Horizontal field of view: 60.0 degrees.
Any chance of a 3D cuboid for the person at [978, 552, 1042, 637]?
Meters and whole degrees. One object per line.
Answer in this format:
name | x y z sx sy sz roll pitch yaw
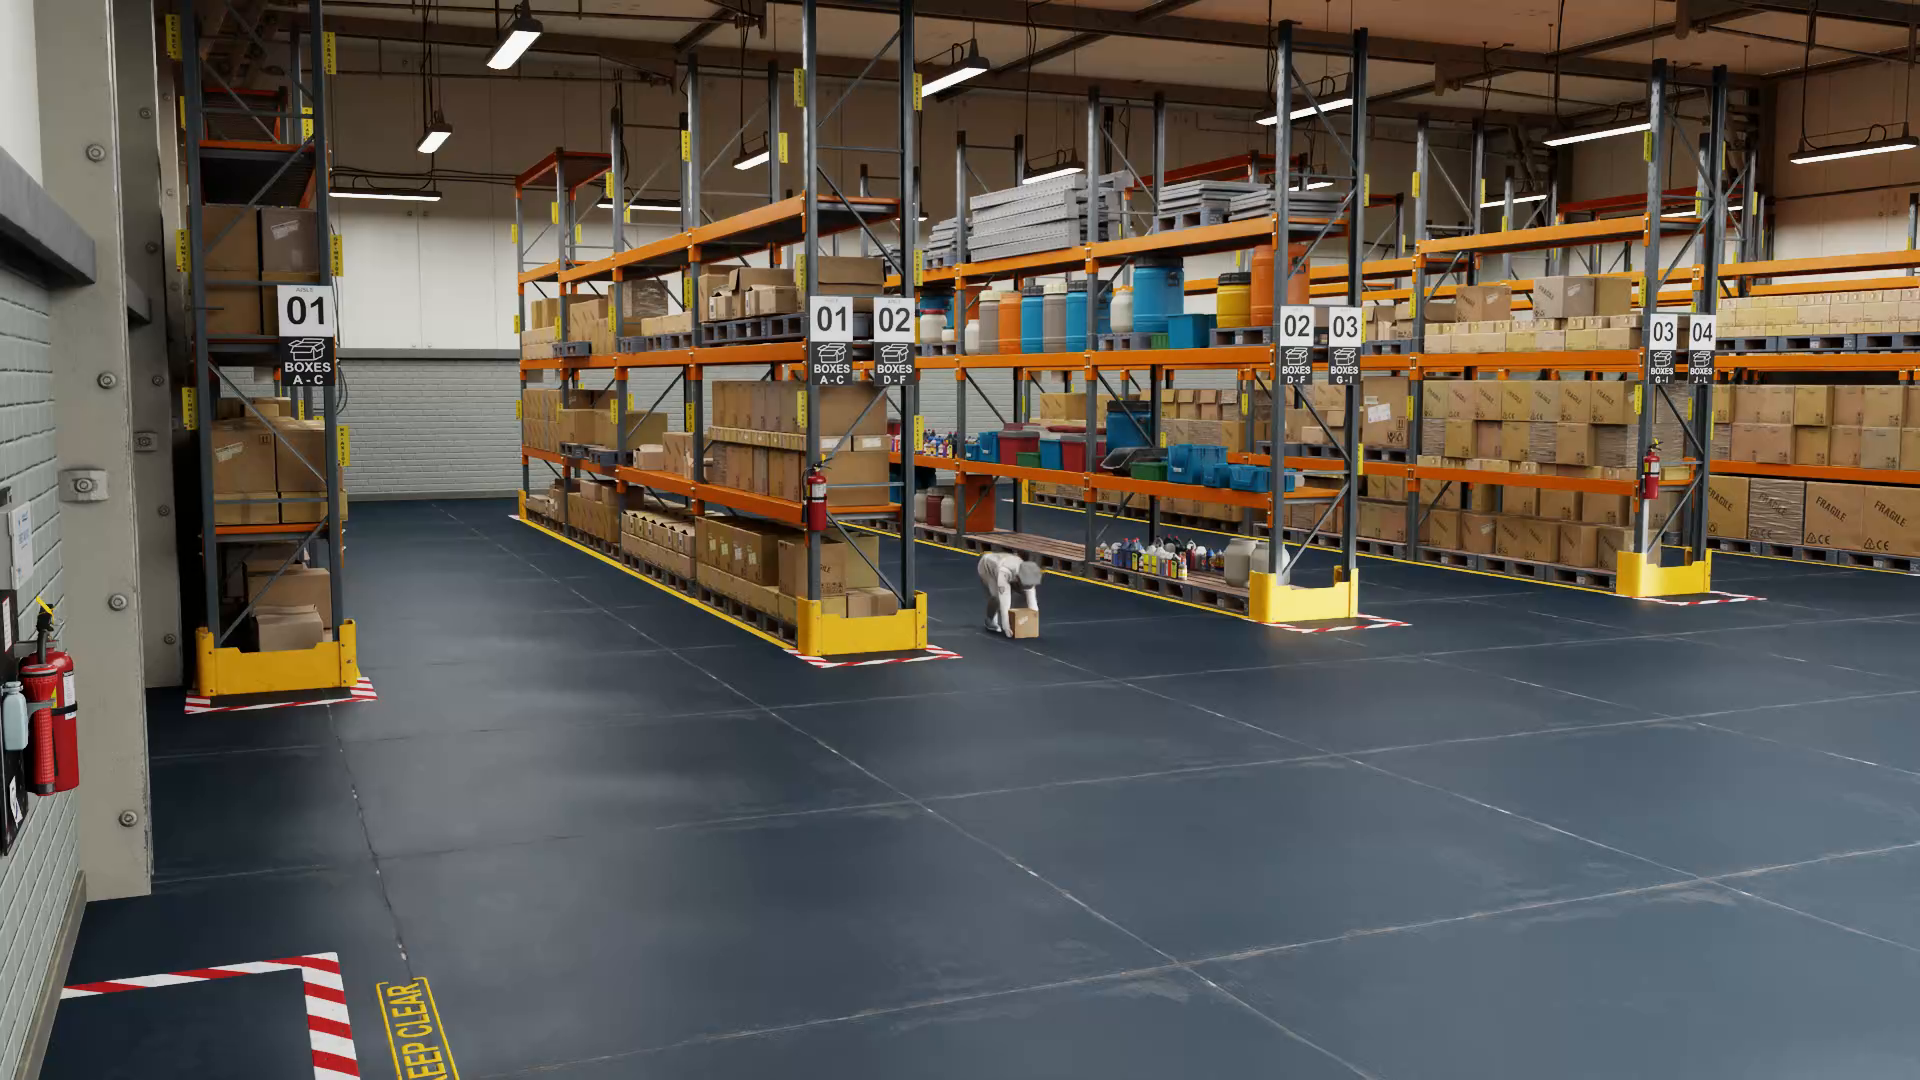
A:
person | 0.505 0.525 16.298 0.461 0.784 0.911 -3 6 -26
